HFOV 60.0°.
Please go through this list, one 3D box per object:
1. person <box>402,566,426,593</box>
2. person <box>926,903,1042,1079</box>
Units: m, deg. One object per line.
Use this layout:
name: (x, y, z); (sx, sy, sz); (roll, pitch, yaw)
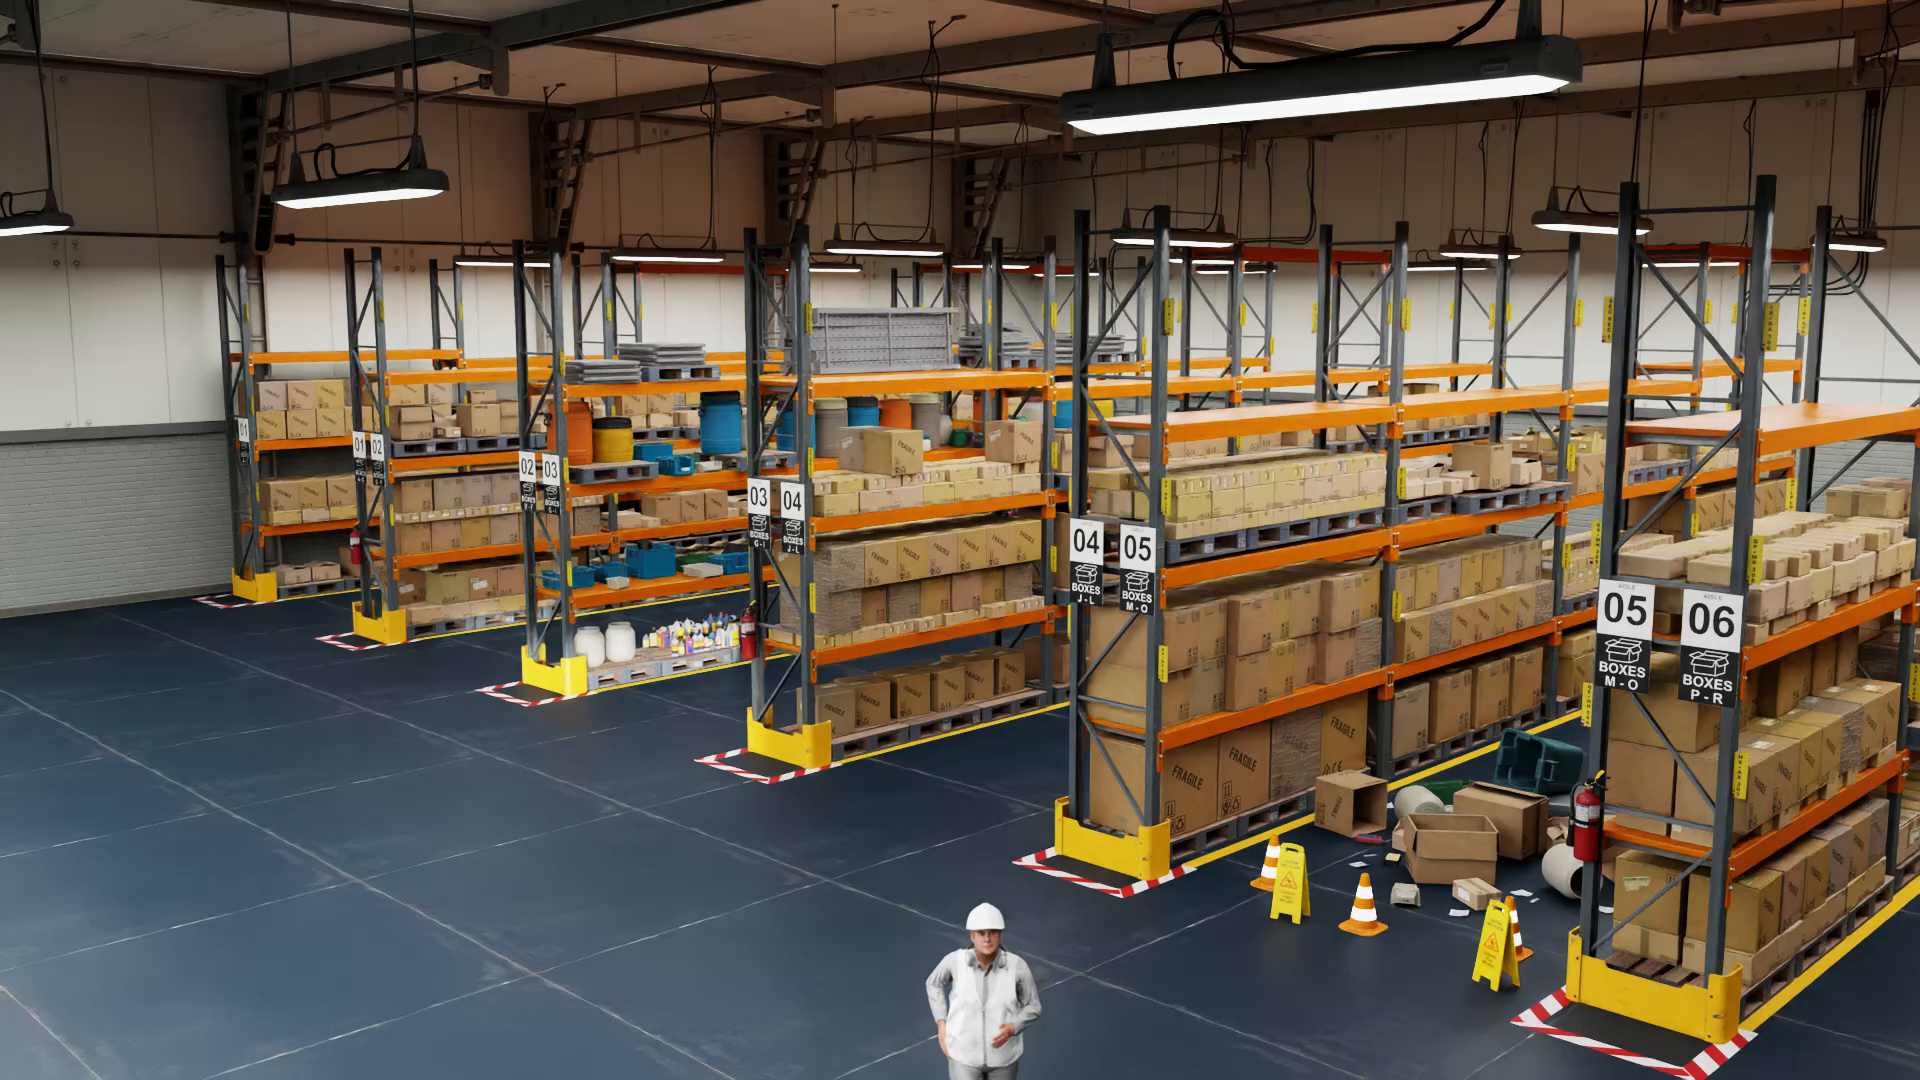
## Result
person: (-9.212, 0.430, 27.868); (0.545, 1.575, 0.853); (6, 10, 36)
person: (0.139, 2.974, 9.520); (0.658, 1.841, 0.675); (0, 8, -3)
